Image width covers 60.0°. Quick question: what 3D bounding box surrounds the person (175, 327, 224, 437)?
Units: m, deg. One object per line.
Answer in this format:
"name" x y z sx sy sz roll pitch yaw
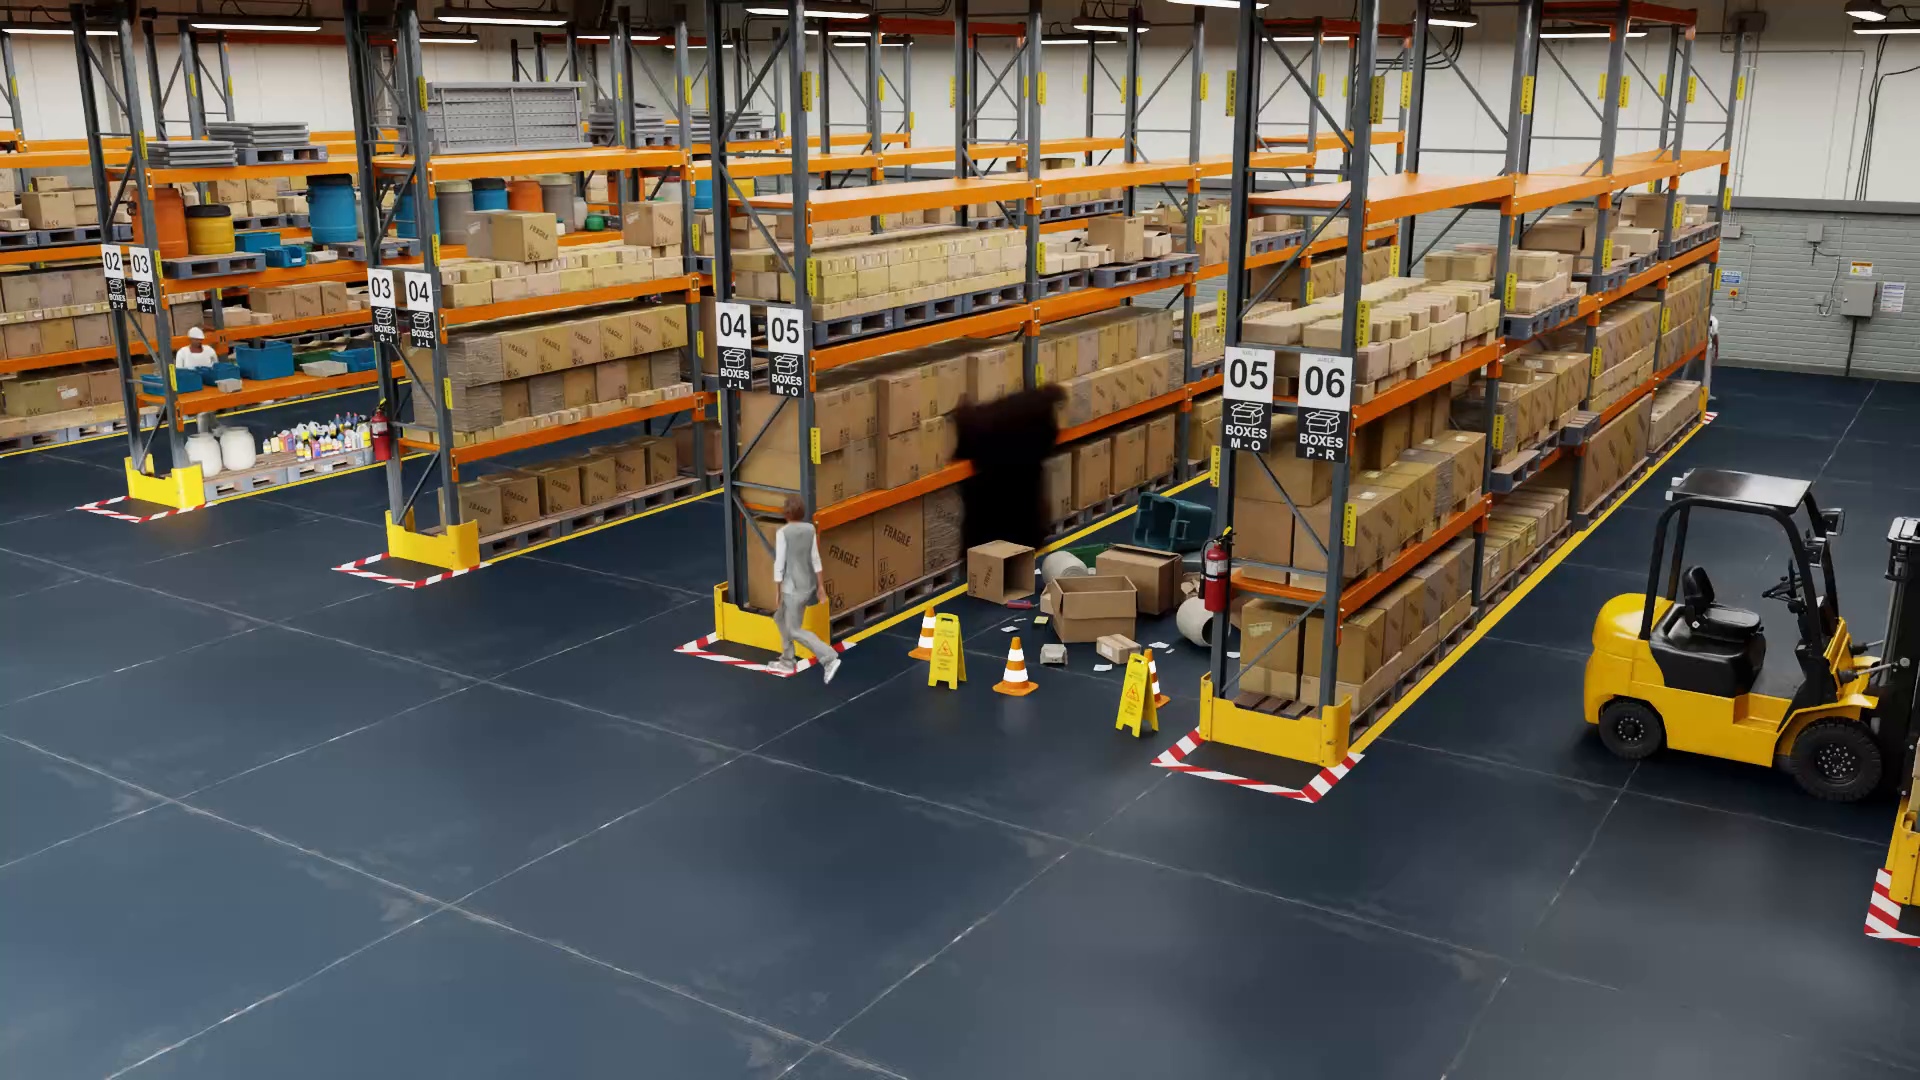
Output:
"person" -10.947 -2.200 23.945 0.494 1.732 0.975 3 16 12

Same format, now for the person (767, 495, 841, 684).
"person" -1.319 0.422 13.777 0.709 1.579 0.398 3 16 10

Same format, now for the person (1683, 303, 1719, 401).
"person" 12.225 -3.128 27.374 0.575 1.616 0.997 3 16 12
